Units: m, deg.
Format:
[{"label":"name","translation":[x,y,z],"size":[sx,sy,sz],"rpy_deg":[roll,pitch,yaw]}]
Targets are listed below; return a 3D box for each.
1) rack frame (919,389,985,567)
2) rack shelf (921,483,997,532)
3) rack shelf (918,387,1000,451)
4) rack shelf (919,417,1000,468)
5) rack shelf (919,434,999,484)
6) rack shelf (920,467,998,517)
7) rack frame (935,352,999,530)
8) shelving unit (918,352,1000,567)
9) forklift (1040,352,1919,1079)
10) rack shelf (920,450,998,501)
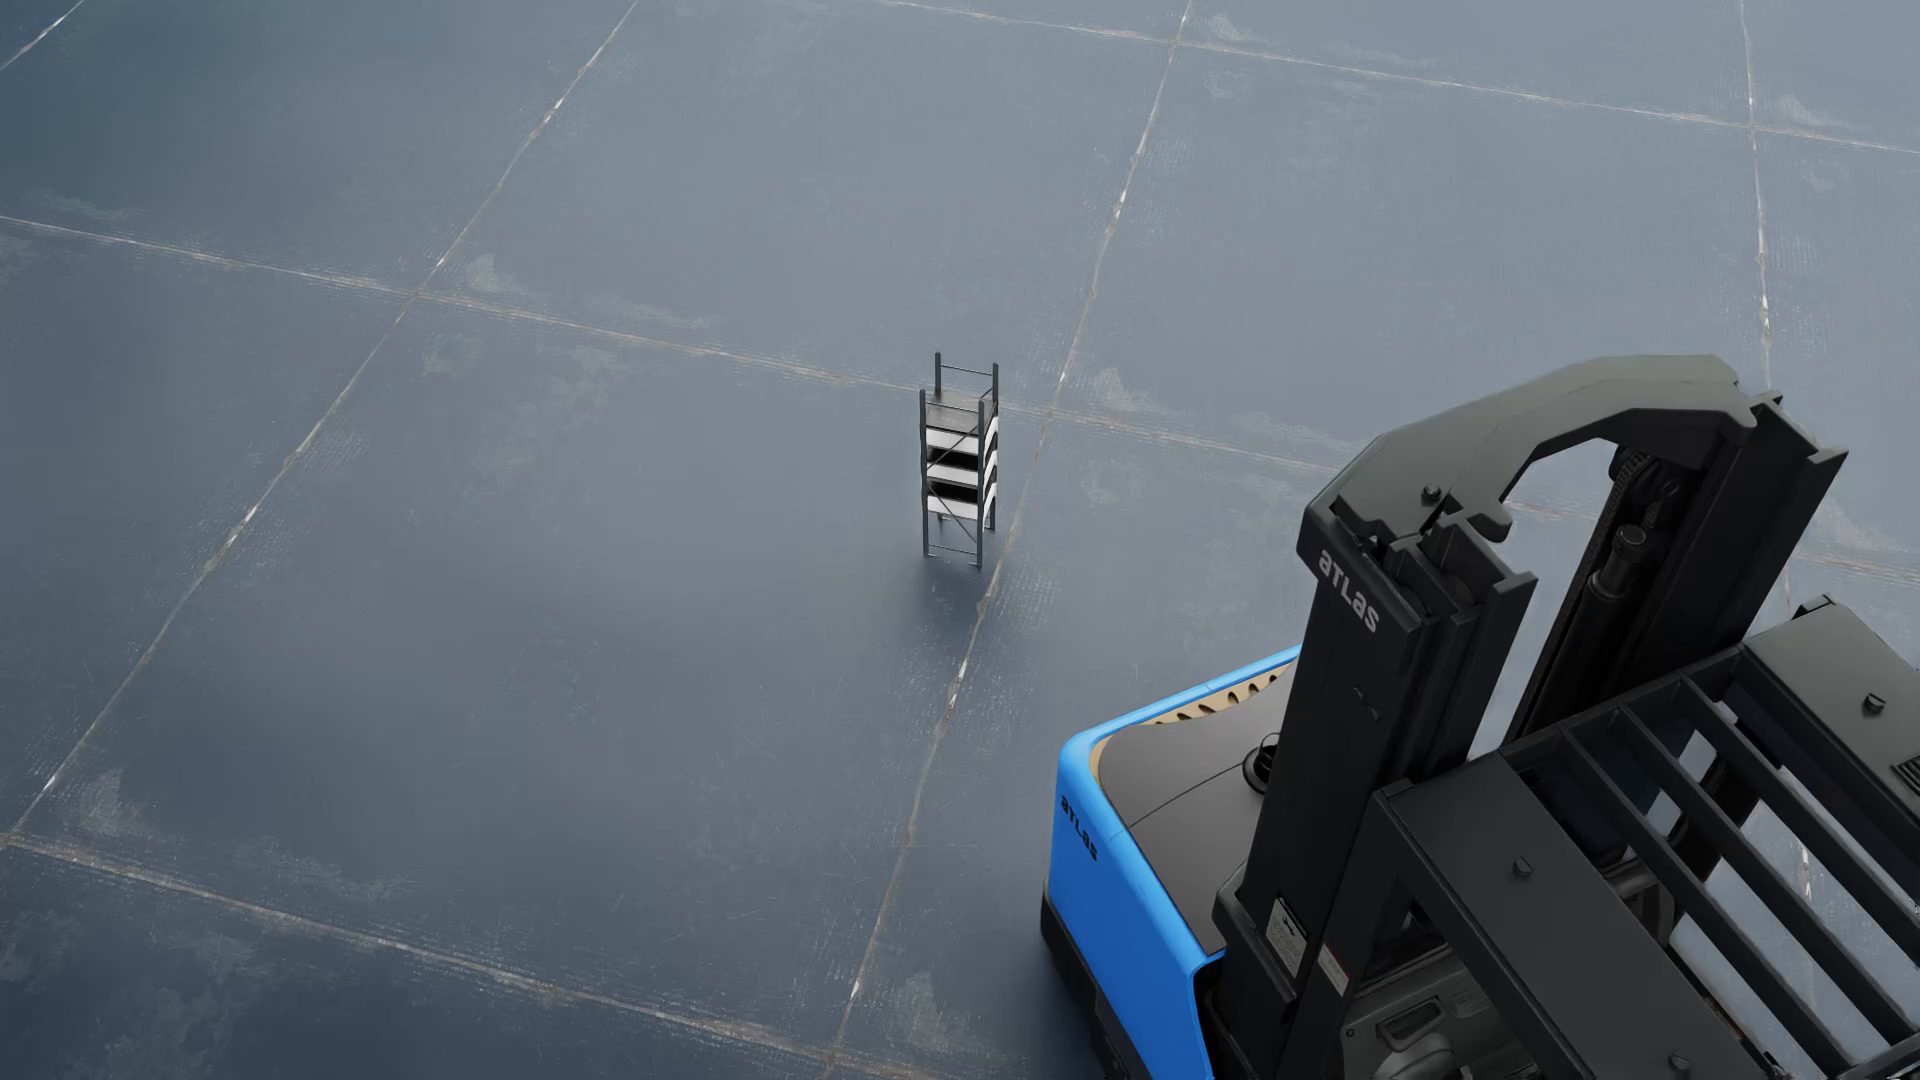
[{"label":"rack frame","translation":[-0.029,-0.218,6.261],"size":[0.240,0.900,0.006],"rpy_deg":[12,50,10]},{"label":"rack shelf","translation":[-0.002,-0.151,6.486],"size":[0.258,0.077,0.200],"rpy_deg":[12,50,10]},{"label":"rack shelf","translation":[-0.002,-0.449,6.149],"size":[0.258,0.077,0.200],"rpy_deg":[12,50,10]},{"label":"rack shelf","translation":[-0.002,-0.389,6.216],"size":[0.258,0.077,0.200],"rpy_deg":[12,50,10]},{"label":"rack shelf","translation":[-0.002,-0.329,6.284],"size":[0.258,0.077,0.200],"rpy_deg":[12,50,10]},{"label":"rack shelf","translation":[-0.002,-0.210,6.419],"size":[0.258,0.077,0.200],"rpy_deg":[12,50,10]},{"label":"rack frame","translation":[0.025,-0.365,6.391],"size":[0.240,0.900,0.006],"rpy_deg":[12,50,10]},{"label":"shelving unit","translation":[-0.002,-0.292,6.326],"size":[0.258,0.900,0.210],"rpy_deg":[12,50,10]},{"label":"forklift","translation":[1.352,1.161,3.689],"size":[1.130,2.935,3.031],"rpy_deg":[-20,51,-17]},{"label":"rack shelf","translation":[-0.002,-0.270,6.351],"size":[0.258,0.077,0.200],"rpy_deg":[12,50,10]}]
